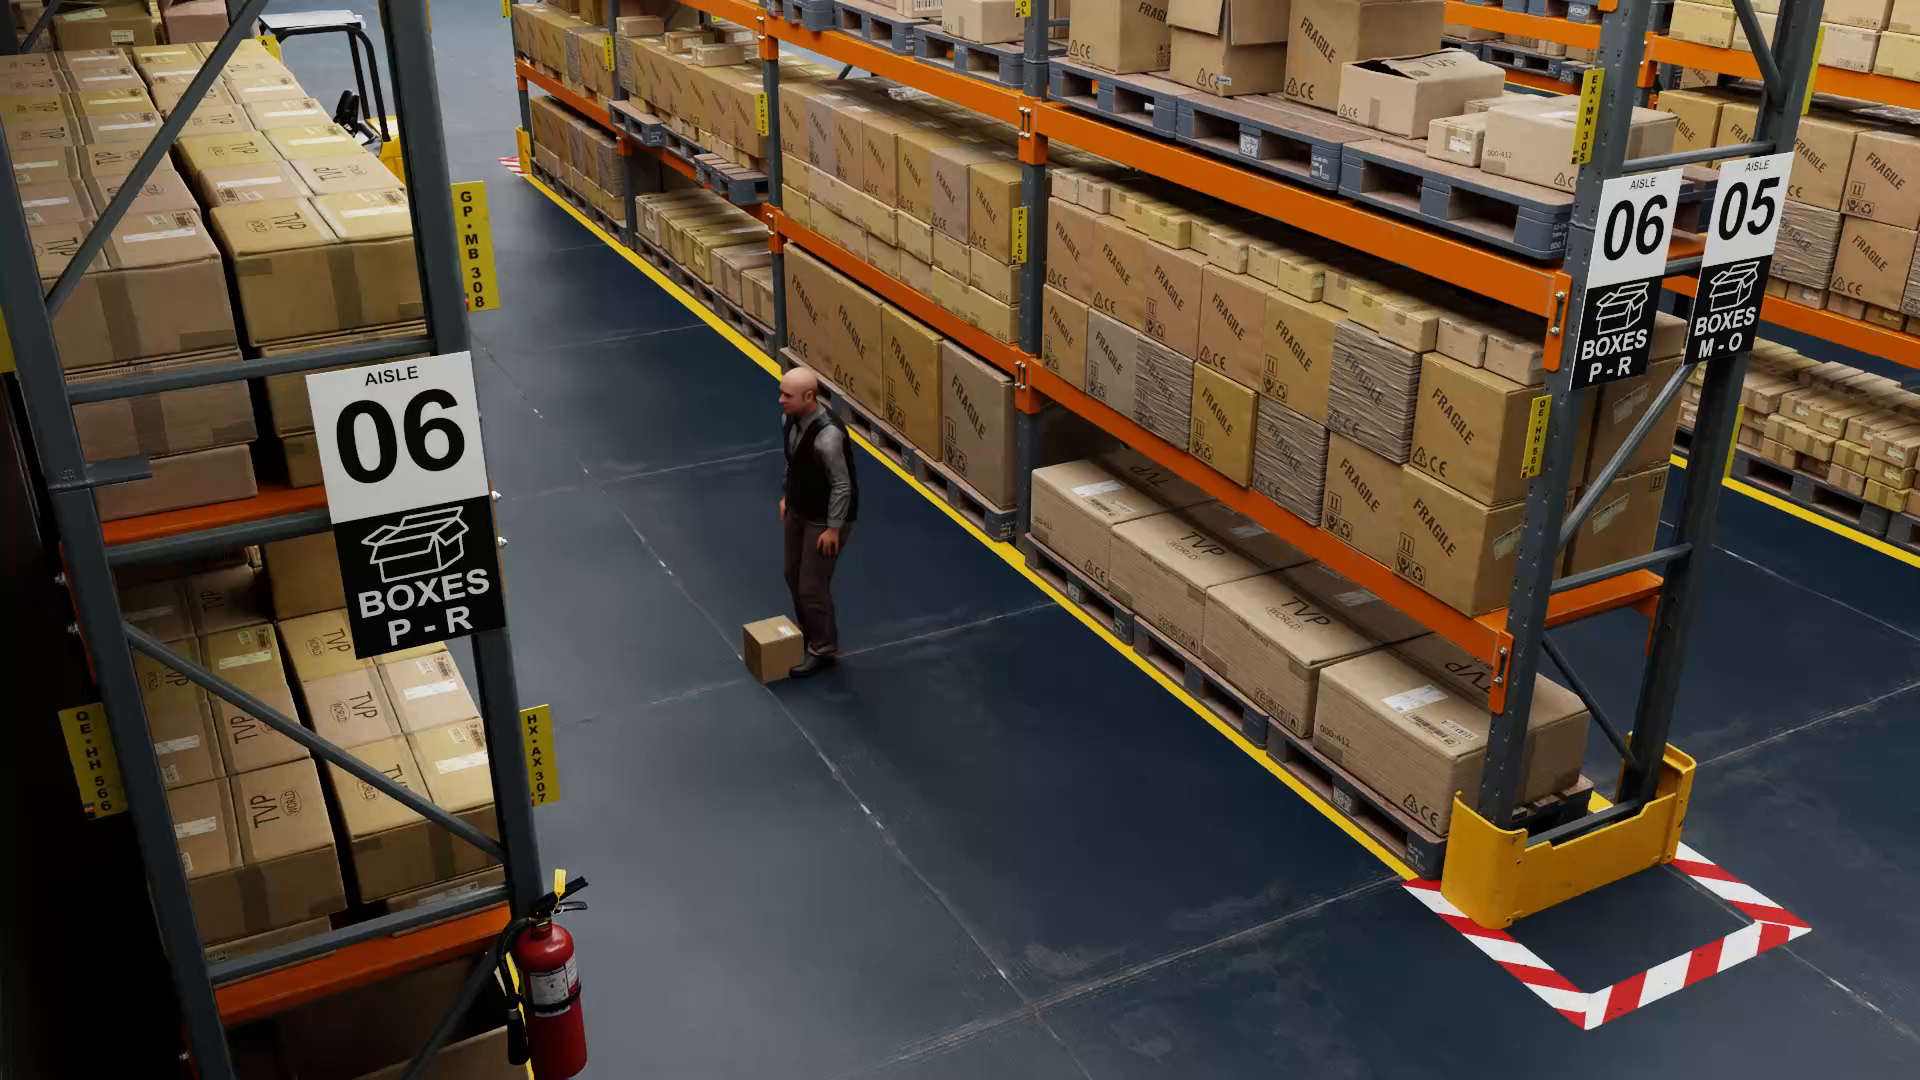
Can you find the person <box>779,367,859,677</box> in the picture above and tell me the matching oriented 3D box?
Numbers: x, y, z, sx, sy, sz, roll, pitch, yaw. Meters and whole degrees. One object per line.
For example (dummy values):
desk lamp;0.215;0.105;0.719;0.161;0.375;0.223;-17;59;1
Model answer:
person;-0.791;-0.119;8.889;0.475;1.720;0.587;-15;29;-28
